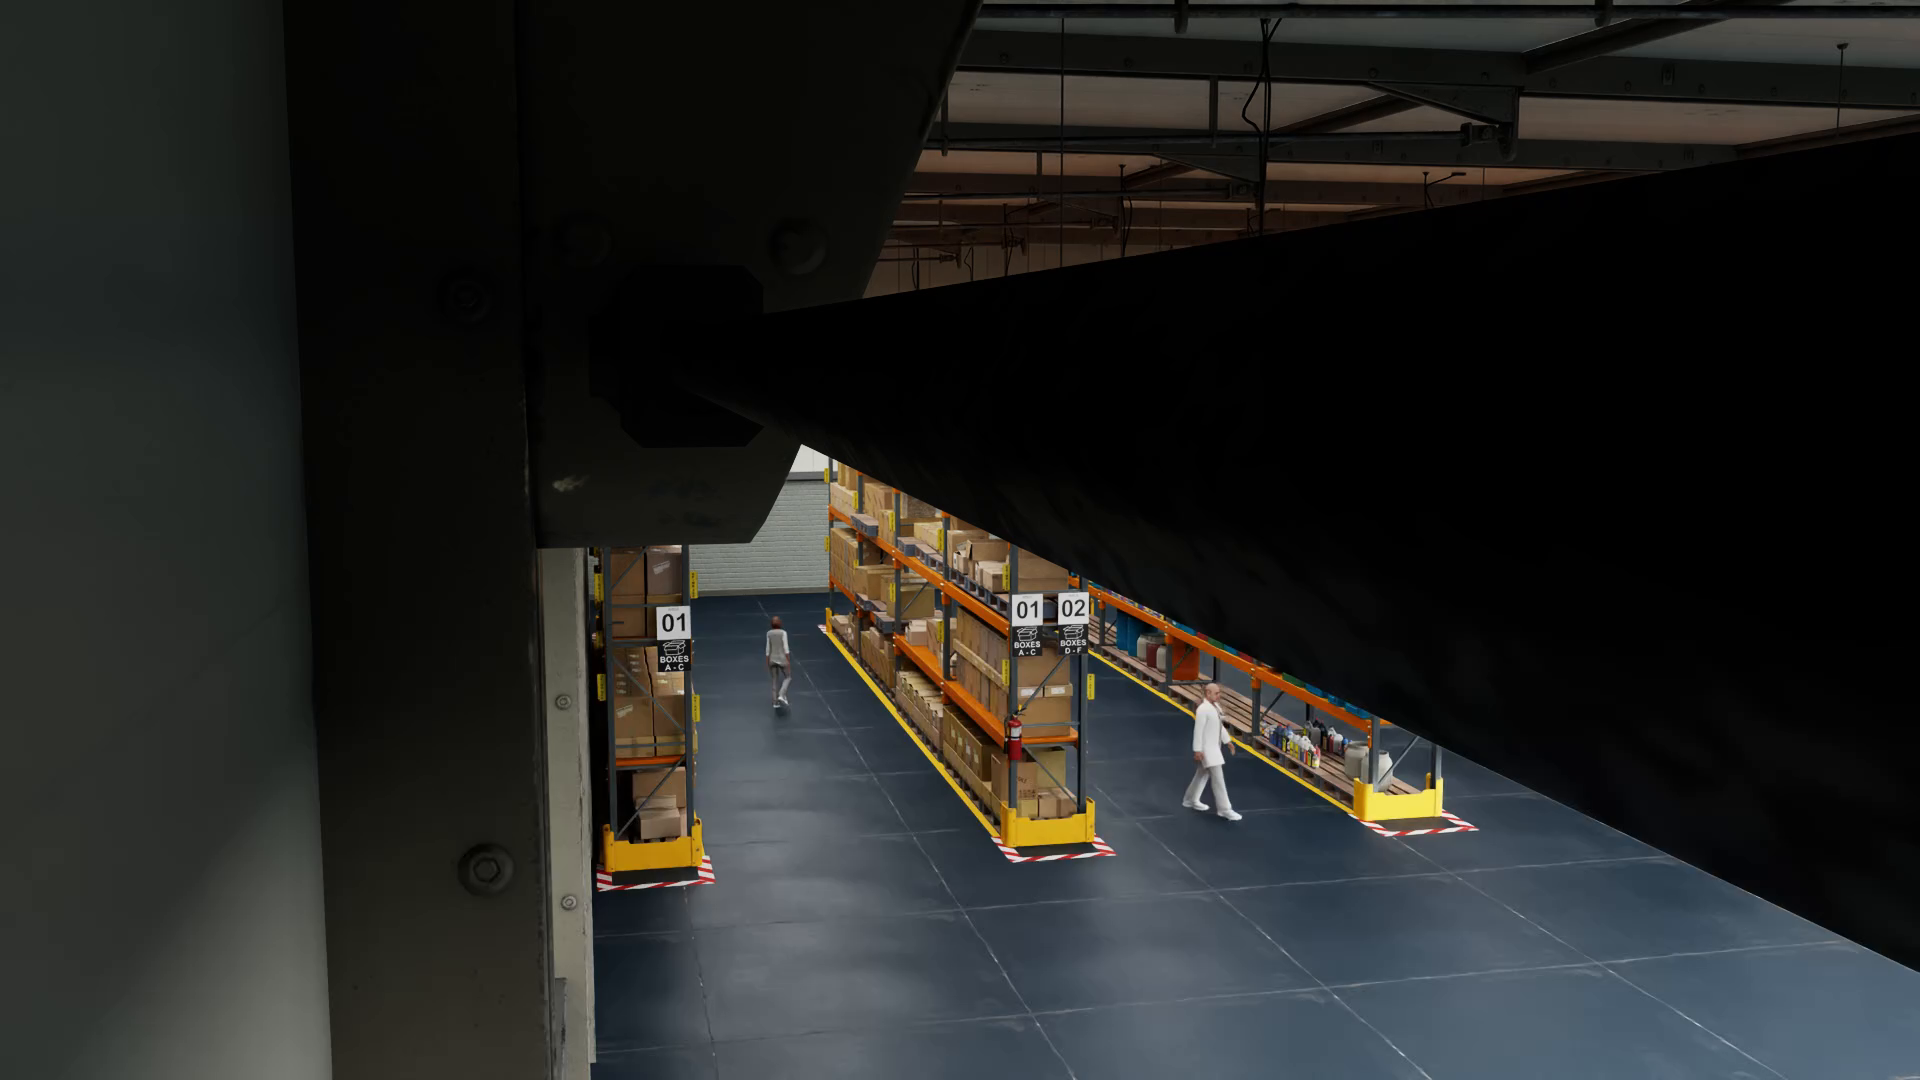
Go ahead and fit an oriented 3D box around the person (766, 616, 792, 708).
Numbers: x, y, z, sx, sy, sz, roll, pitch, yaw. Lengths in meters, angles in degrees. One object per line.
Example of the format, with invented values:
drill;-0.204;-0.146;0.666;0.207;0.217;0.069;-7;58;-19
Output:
person;-3.162;2.121;28.829;0.448;1.599;0.439;2;7;16

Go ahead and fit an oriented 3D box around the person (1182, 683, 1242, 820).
person;3.417;2.797;22.320;0.898;1.753;0.596;3;7;23
